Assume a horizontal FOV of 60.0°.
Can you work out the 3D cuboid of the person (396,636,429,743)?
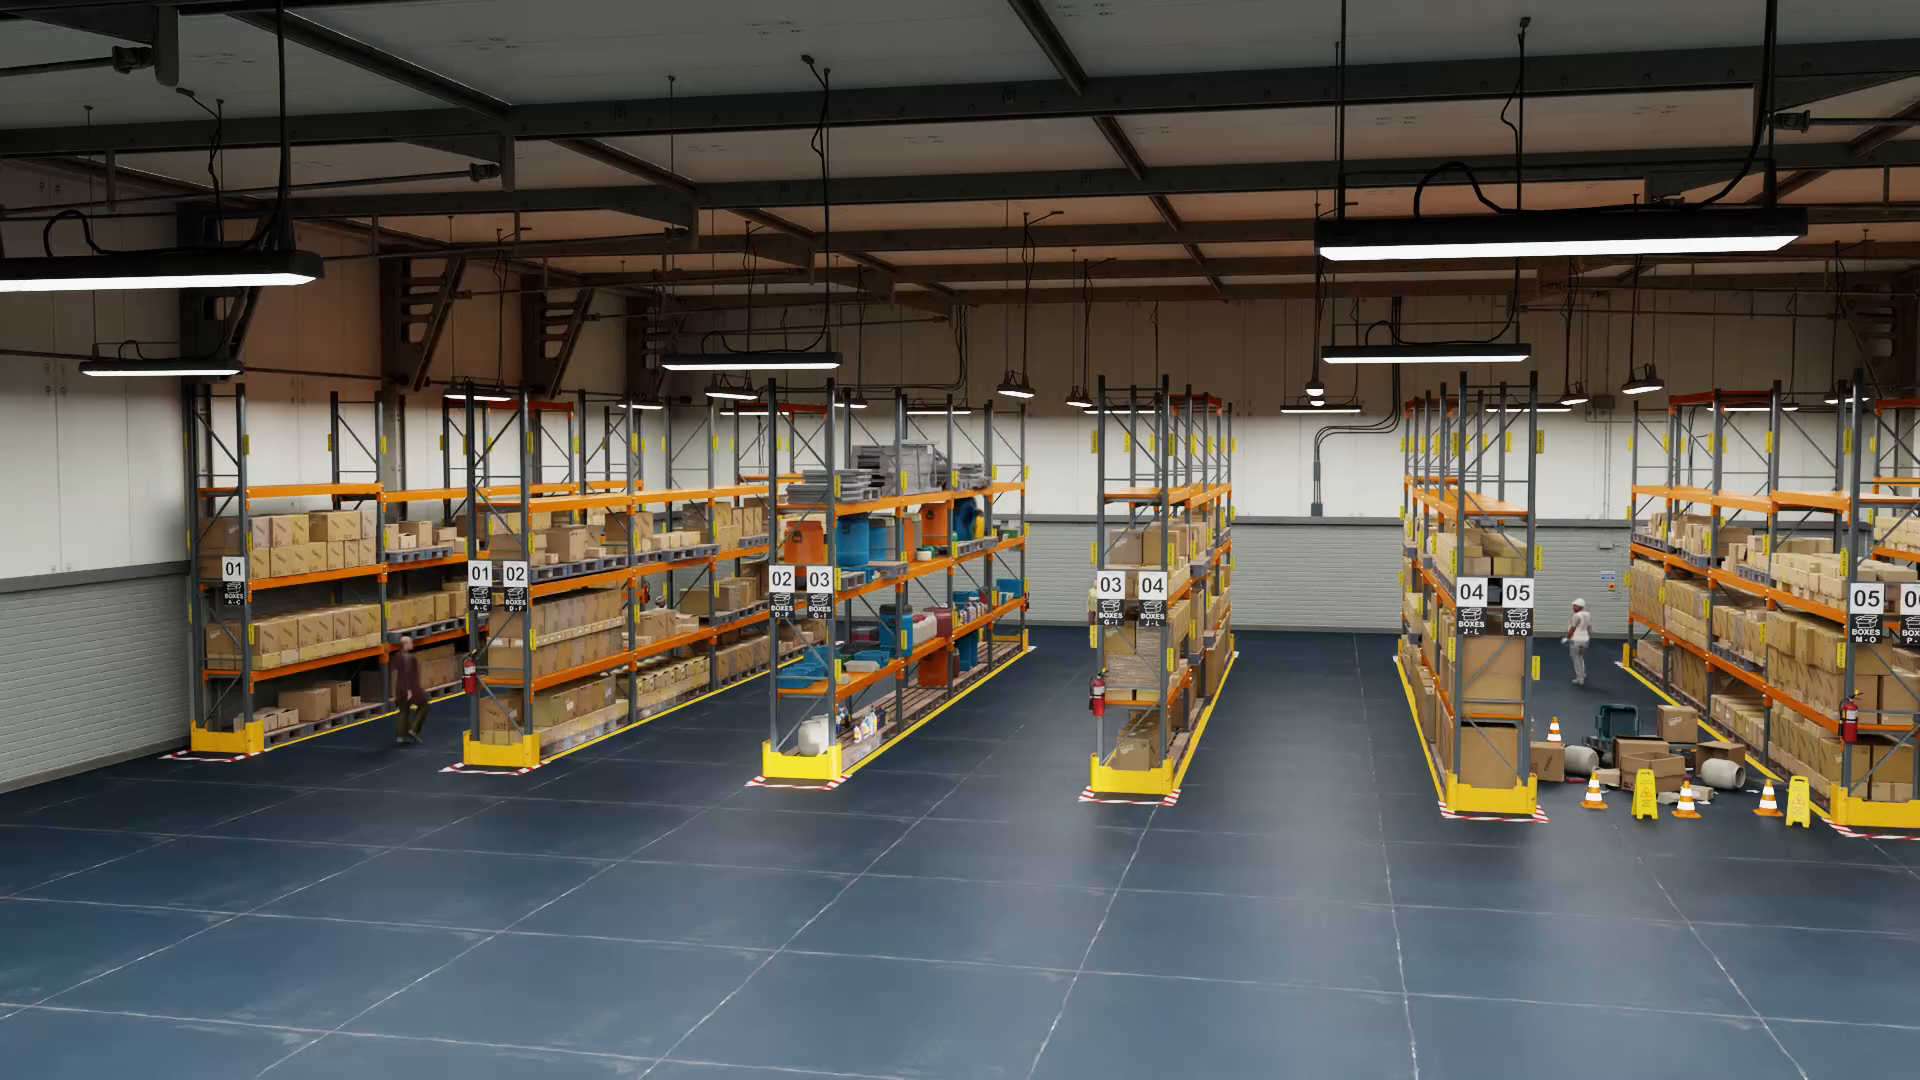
[{"bbox_3d":[-9.243,2.524,27.942,0.560,1.828,0.525,2,4,35],"label":"person"}]

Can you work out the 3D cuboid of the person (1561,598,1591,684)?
[{"bbox_3d":[12.895,2.125,34.702,0.633,1.822,0.503,-1,3,-11],"label":"person"}]

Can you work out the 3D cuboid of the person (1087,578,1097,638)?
[{"bbox_3d":[3.441,1.770,42.068,0.471,1.629,0.925,0,3,6],"label":"person"}]

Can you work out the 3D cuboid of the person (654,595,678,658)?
[{"bbox_3d":[-6.565,2.064,37.114,0.627,1.690,0.574,-2,4,-26],"label":"person"}]
